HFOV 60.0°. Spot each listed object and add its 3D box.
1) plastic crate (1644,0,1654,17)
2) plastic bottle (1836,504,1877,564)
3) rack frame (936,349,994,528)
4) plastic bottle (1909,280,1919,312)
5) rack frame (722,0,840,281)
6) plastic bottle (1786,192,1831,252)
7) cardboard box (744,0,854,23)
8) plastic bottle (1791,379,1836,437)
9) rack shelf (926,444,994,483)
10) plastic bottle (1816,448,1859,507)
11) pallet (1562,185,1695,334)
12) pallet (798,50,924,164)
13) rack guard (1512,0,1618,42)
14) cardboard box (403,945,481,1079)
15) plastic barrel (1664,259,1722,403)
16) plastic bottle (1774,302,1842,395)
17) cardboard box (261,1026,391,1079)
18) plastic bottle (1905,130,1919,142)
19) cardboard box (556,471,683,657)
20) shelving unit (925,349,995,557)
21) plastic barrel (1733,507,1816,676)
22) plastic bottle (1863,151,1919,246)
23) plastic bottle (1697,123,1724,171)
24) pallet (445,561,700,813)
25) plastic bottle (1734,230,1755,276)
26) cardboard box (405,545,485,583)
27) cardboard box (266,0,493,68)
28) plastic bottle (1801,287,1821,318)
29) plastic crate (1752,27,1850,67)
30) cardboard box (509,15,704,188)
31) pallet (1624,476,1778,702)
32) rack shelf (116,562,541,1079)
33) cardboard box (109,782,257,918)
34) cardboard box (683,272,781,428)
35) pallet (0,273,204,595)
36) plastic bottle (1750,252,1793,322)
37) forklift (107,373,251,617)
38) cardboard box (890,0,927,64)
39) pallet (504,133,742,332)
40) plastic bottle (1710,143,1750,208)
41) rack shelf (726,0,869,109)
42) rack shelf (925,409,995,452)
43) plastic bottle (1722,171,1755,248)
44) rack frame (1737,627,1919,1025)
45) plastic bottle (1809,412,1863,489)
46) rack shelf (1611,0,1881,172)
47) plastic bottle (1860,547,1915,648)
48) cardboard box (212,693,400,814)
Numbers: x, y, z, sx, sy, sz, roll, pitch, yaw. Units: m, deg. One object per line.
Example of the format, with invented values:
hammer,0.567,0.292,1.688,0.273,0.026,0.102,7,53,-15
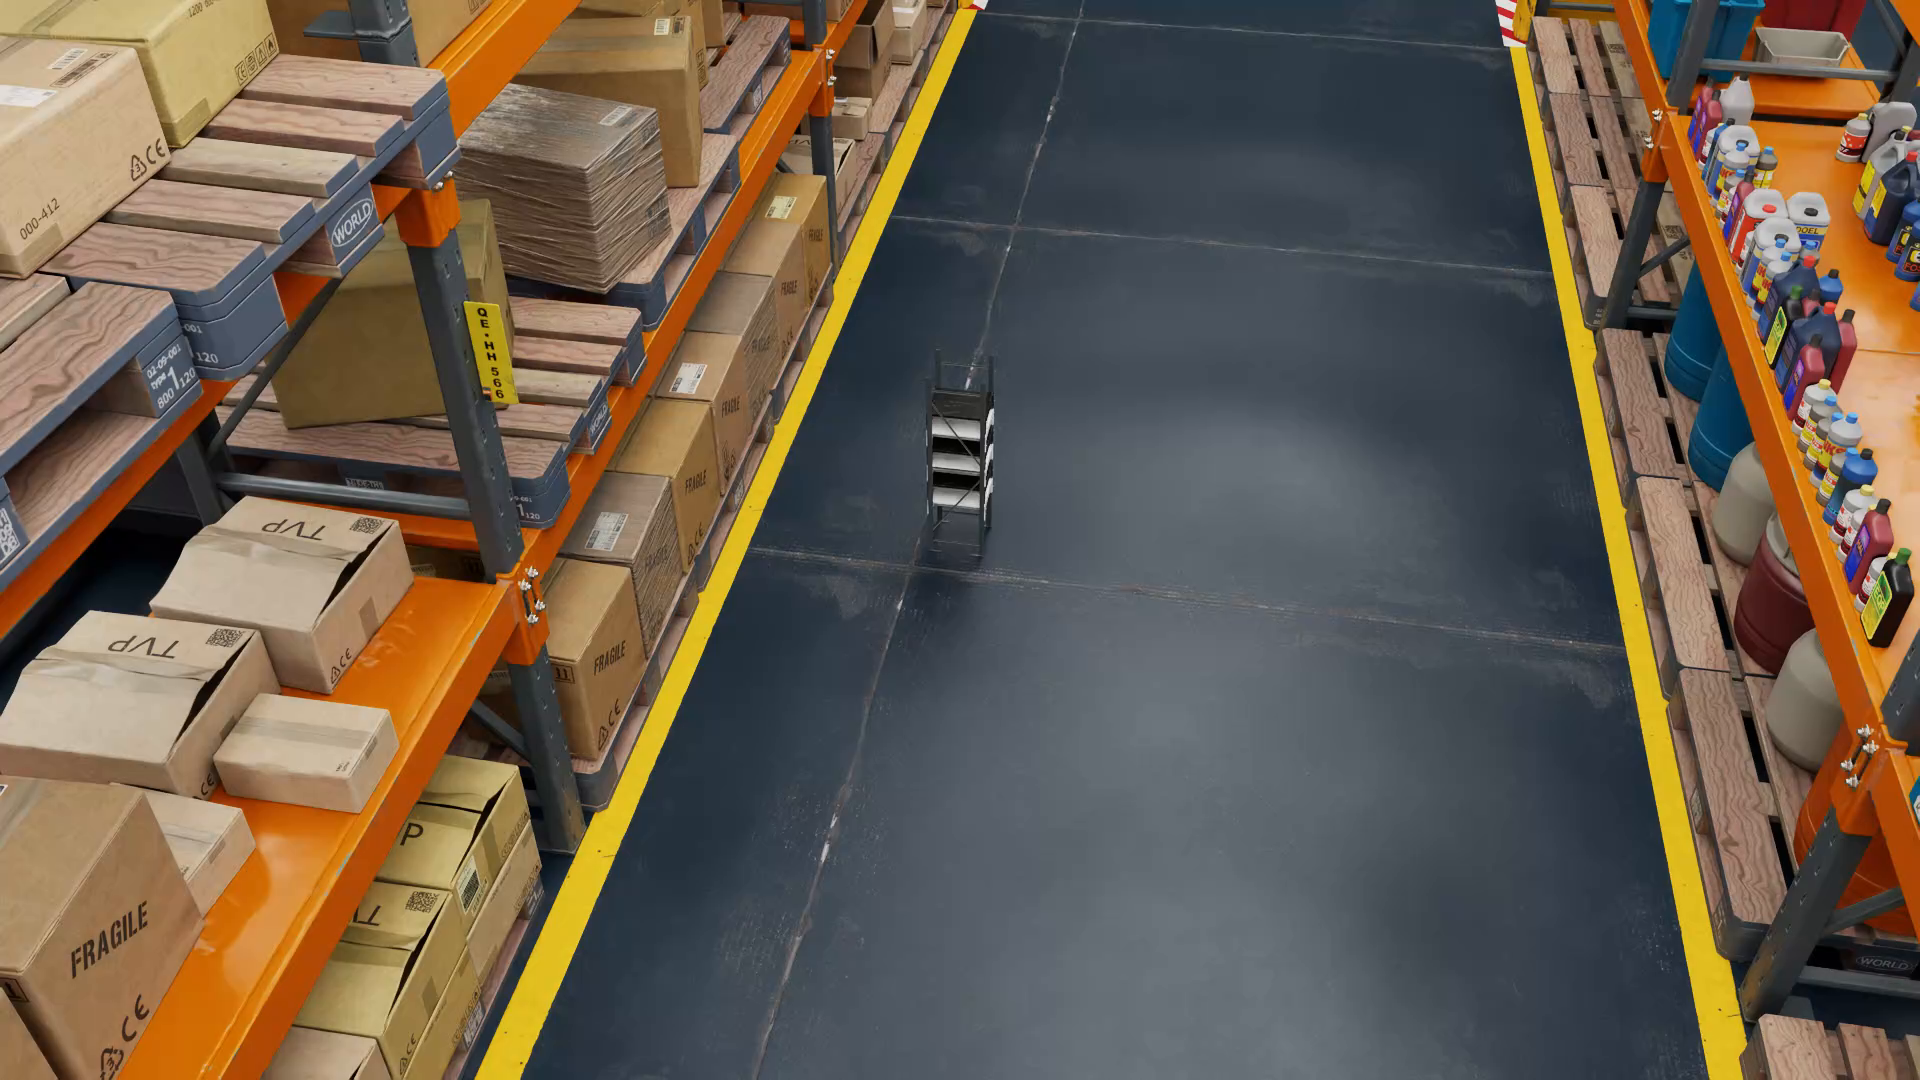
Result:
plastic crate,3.653,-2.740,8.379,0.437,0.125,0.590,6,40,8
plastic bottle,2.760,-0.020,5.076,0.097,0.201,0.097,0,40,0
rack frame,0.019,-0.416,7.047,0.240,0.900,0.006,6,40,8
plastic bottle,3.634,-0.985,6.188,0.097,0.271,0.097,0,40,0
rack frame,-1.154,-2.639,8.088,1.000,3.000,0.127,6,40,8
plastic bottle,3.258,-1.197,6.441,0.152,0.276,0.135,6,40,8
cardboard box,-0.797,-2.968,8.407,0.500,0.500,0.500,7,40,9
plastic bottle,2.878,-0.448,5.593,0.097,0.201,0.097,0,40,0
rack shelf,0.001,-0.326,6.991,0.258,0.077,0.200,6,40,8
plastic bottle,2.810,-0.203,5.298,0.097,0.201,0.097,0,40,0
pallet,3.813,-1.482,8.877,1.003,0.211,1.213,6,40,8
pallet,-0.825,-2.763,10.427,1.003,0.211,1.213,6,40,8
rack guard,4.408,-3.654,11.278,1.175,0.500,0.348,6,40,8
cardboard box,-1.783,1.450,4.971,0.500,0.250,0.500,6,40,7
plastic barrel,3.613,-1.104,7.549,0.600,0.901,0.708,6,40,8
plastic bottle,2.948,-0.675,5.751,0.144,0.351,0.185,6,40,8
cardboard box,-1.868,1.552,4.407,0.500,0.311,0.500,6,40,7
plastic bottle,3.979,-1.613,6.938,0.061,0.283,0.133,6,40,8
cardboard box,-1.401,0.081,6.414,0.500,0.500,0.500,5,40,6
shelving unit,0.001,-0.352,6.969,0.258,0.900,0.210,6,40,8
plastic barrel,3.295,0.169,6.254,0.600,0.588,0.708,6,40,8
plastic bottle,3.713,-1.359,6.578,0.144,0.351,0.185,6,40,8
plastic bottle,3.215,-1.673,7.075,0.097,0.201,0.097,0,40,0
pallet,-1.680,0.481,6.502,1.003,0.211,1.213,6,40,8
plastic bottle,3.062,-1.115,6.400,0.097,0.201,0.097,0,40,0
cardboard box,-1.915,0.052,6.450,0.500,0.500,0.500,8,40,9
cardboard box,-1.804,-1.601,4.400,0.910,0.500,0.500,6,40,8
plastic bottle,2.995,-0.747,5.891,0.061,0.283,0.133,6,40,8
plastic crate,3.945,-2.289,7.824,0.396,0.136,0.243,6,40,8
cardboard box,-1.399,-1.724,6.573,0.700,0.500,0.500,-3,40,-4
pallet,3.341,0.231,6.804,1.003,0.211,1.213,6,40,8
rack shelf,-2.192,1.403,3.763,1.077,0.370,4.000,6,40,8
cardboard box,-2.011,0.774,4.156,0.380,0.149,0.250,9,40,11
cardboard box,-1.138,-0.880,7.577,0.500,0.500,0.500,7,40,8
pallet,-2.066,-0.074,2.780,1.003,0.211,1.213,8,40,10
plastic bottle,3.005,-0.935,6.128,0.097,0.271,0.097,0,40,0
forklift,-3.314,-1.281,6.499,1.130,2.935,3.031,7,40,9
cardboard box,-0.507,-3.298,10.698,0.500,0.250,0.500,6,40,8
pallet,-1.514,-1.276,6.590,1.003,0.211,1.213,6,40,8
plastic bottle,3.158,-1.493,6.803,0.097,0.271,0.097,0,40,0
rack shelf,-0.808,-3.617,9.836,1.077,0.370,4.000,6,40,8
rack shelf,0.001,-0.465,6.876,0.258,0.077,0.200,6,40,8
plastic bottle,3.087,-1.305,6.566,0.061,0.283,0.133,6,40,8
rack frame,3.032,0.420,4.389,1.000,3.000,0.127,6,40,8
plastic bottle,2.827,-0.291,5.349,0.097,0.271,0.097,0,40,0
rack shelf,4.070,-3.069,9.172,1.077,0.370,4.000,6,40,8
plastic bottle,2.682,0.164,4.790,0.061,0.283,0.133,6,40,8
cardboard box,-1.730,0.563,4.412,0.380,0.149,0.250,6,40,8
